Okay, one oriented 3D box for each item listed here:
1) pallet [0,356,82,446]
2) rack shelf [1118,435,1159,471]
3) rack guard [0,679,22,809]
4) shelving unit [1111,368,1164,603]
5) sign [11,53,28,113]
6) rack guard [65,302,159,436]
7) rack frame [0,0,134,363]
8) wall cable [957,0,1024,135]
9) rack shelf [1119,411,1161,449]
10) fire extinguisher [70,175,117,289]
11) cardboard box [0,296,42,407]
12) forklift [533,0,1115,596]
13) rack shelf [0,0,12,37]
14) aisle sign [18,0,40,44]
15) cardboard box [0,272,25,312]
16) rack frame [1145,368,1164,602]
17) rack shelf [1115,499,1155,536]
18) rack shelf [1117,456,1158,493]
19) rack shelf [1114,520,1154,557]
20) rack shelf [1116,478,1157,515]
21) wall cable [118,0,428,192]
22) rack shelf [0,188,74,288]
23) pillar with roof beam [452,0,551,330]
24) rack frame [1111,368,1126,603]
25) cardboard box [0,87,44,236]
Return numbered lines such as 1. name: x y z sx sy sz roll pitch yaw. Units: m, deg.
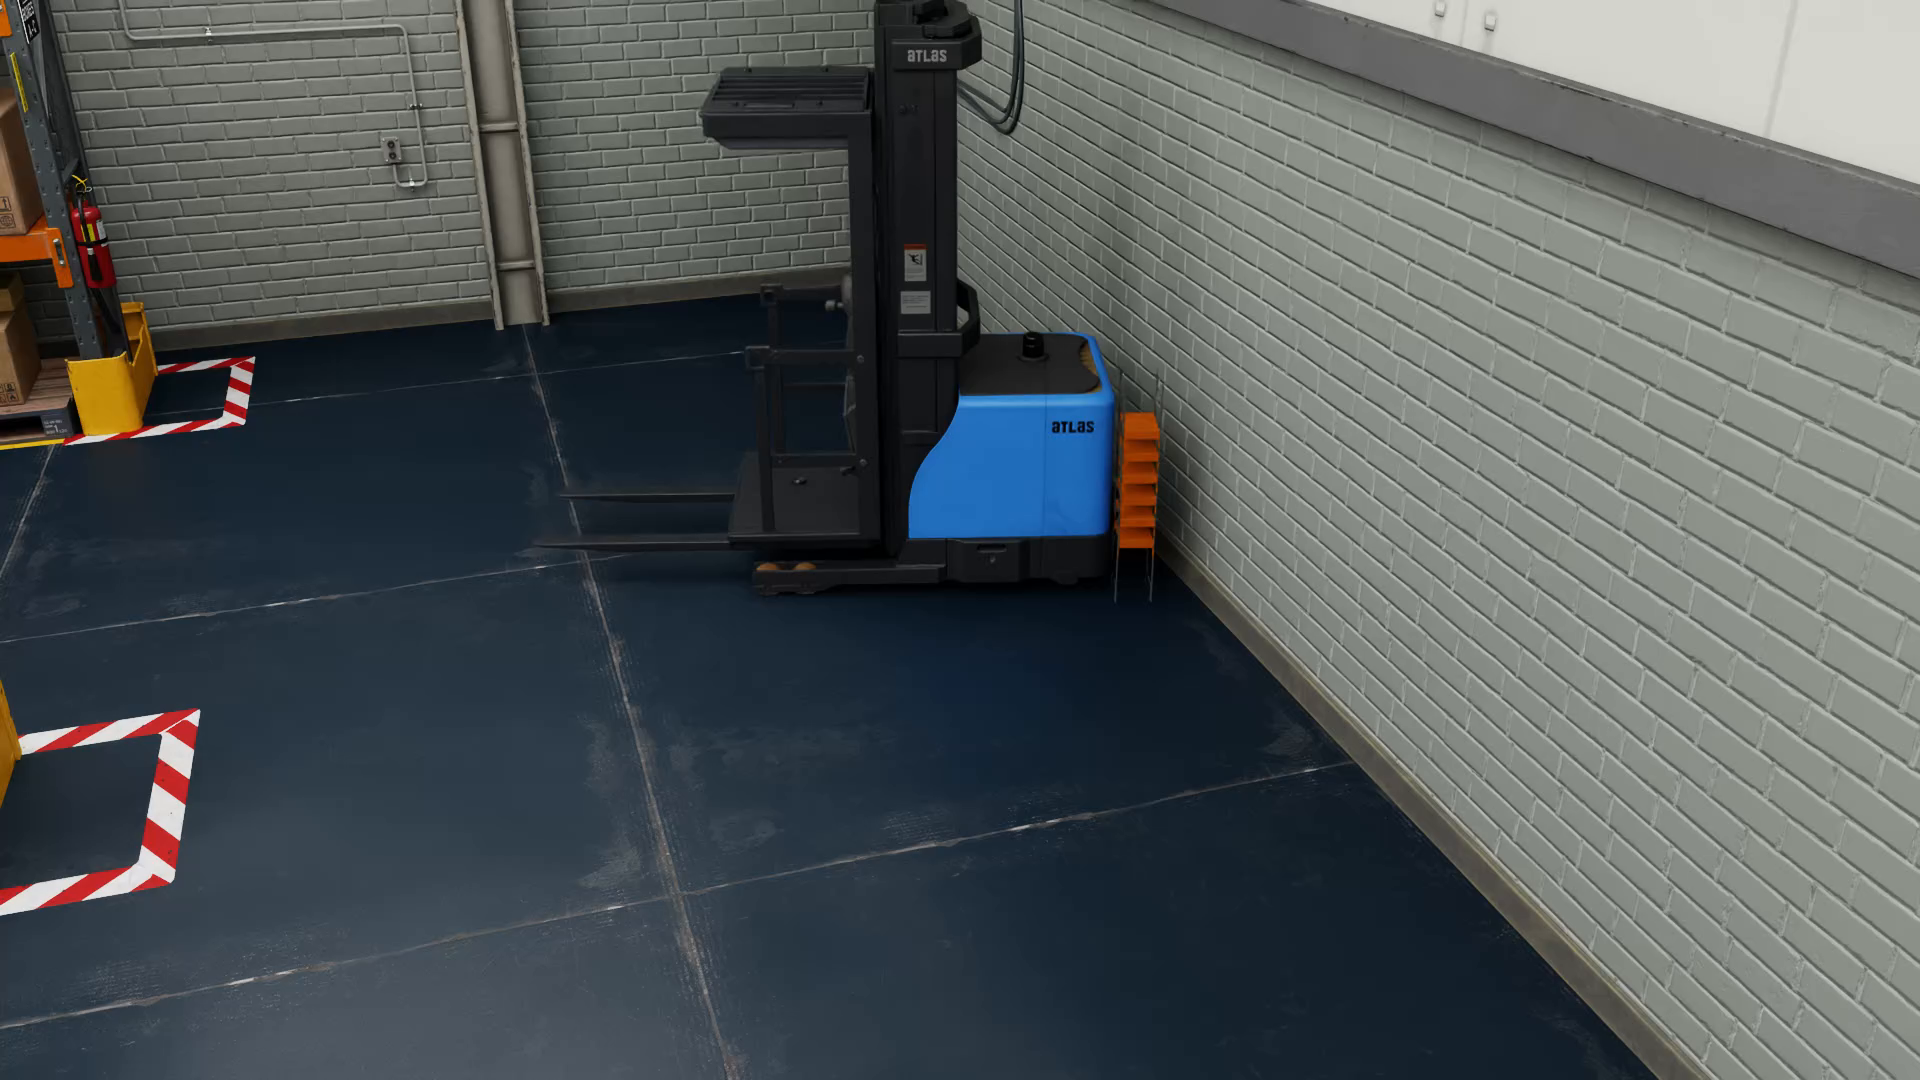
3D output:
1. pallet: -6.353 -0.871 10.768 1.213 0.211 1.003 -8 28 -16
2. rack shelf: 0.894 -0.442 8.352 0.180 0.103 0.258 0 26 -1
3. rack guard: -4.151 0.960 6.753 0.348 0.500 1.175 -8 28 -16
4. shelving unit: 0.894 -0.267 8.439 0.189 1.200 0.258 0 26 -1
5. sign: -5.462 -2.657 9.660 0.005 0.325 0.100 -8 28 -16
6. rack guard: -5.594 -1.147 10.999 0.348 0.500 1.175 -8 28 -16
7. rack frame: -5.617 -2.264 10.436 0.127 3.000 1.000 -8 28 -16
8. wall cable: -0.128 -4.188 11.057 0.112 2.526 3.097 -8 28 -16
9. rack shelf: 0.894 -0.550 8.299 0.180 0.103 0.258 0 26 -1
10. fire extinguisher: -5.330 -1.888 10.185 0.183 0.674 0.296 -8 28 -16
11. cardboard box: -6.251 -1.193 10.619 0.500 0.500 0.700 -8 28 -16
12. forklift: -0.735 -1.262 8.495 3.031 2.935 1.130 -1 26 -2
13. rack shelf: -7.518 -3.009 9.374 4.000 0.370 1.077 -8 28 -16
14. aisle sign: -5.455 -3.311 9.623 0.004 0.787 0.394 -8 28 -16
15. cardboard box: -6.195 -1.586 10.680 0.250 0.149 0.380 -8 28 -16
16. rack frame: 0.985 -0.268 8.440 0.006 1.200 0.240 0 26 -1
17. rack shelf: 0.894 -0.120 8.512 0.180 0.103 0.258 0 26 -1
18. rack shelf: 0.894 -0.335 8.405 0.180 0.103 0.258 0 26 -1
19. rack shelf: 0.894 -0.012 8.565 0.180 0.103 0.258 0 26 -1
20. rack shelf: 0.894 -0.227 8.459 0.180 0.103 0.258 0 26 -1
21. wall cable: -4.692 -3.295 11.371 1.851 1.984 0.084 -8 28 -16
22. rack shelf: -7.518 -1.666 10.041 4.000 0.370 1.077 -8 28 -16
23. pillar with roof beam: -1.984 -3.868 6.921 0.400 9.000 9.100 -8 28 -16
24. rack frame: 0.802 -0.267 8.438 0.006 1.200 0.240 0 26 -1
25. cardboard box: -6.099 -2.323 10.219 0.700 0.700 0.980 -7 27 -14
